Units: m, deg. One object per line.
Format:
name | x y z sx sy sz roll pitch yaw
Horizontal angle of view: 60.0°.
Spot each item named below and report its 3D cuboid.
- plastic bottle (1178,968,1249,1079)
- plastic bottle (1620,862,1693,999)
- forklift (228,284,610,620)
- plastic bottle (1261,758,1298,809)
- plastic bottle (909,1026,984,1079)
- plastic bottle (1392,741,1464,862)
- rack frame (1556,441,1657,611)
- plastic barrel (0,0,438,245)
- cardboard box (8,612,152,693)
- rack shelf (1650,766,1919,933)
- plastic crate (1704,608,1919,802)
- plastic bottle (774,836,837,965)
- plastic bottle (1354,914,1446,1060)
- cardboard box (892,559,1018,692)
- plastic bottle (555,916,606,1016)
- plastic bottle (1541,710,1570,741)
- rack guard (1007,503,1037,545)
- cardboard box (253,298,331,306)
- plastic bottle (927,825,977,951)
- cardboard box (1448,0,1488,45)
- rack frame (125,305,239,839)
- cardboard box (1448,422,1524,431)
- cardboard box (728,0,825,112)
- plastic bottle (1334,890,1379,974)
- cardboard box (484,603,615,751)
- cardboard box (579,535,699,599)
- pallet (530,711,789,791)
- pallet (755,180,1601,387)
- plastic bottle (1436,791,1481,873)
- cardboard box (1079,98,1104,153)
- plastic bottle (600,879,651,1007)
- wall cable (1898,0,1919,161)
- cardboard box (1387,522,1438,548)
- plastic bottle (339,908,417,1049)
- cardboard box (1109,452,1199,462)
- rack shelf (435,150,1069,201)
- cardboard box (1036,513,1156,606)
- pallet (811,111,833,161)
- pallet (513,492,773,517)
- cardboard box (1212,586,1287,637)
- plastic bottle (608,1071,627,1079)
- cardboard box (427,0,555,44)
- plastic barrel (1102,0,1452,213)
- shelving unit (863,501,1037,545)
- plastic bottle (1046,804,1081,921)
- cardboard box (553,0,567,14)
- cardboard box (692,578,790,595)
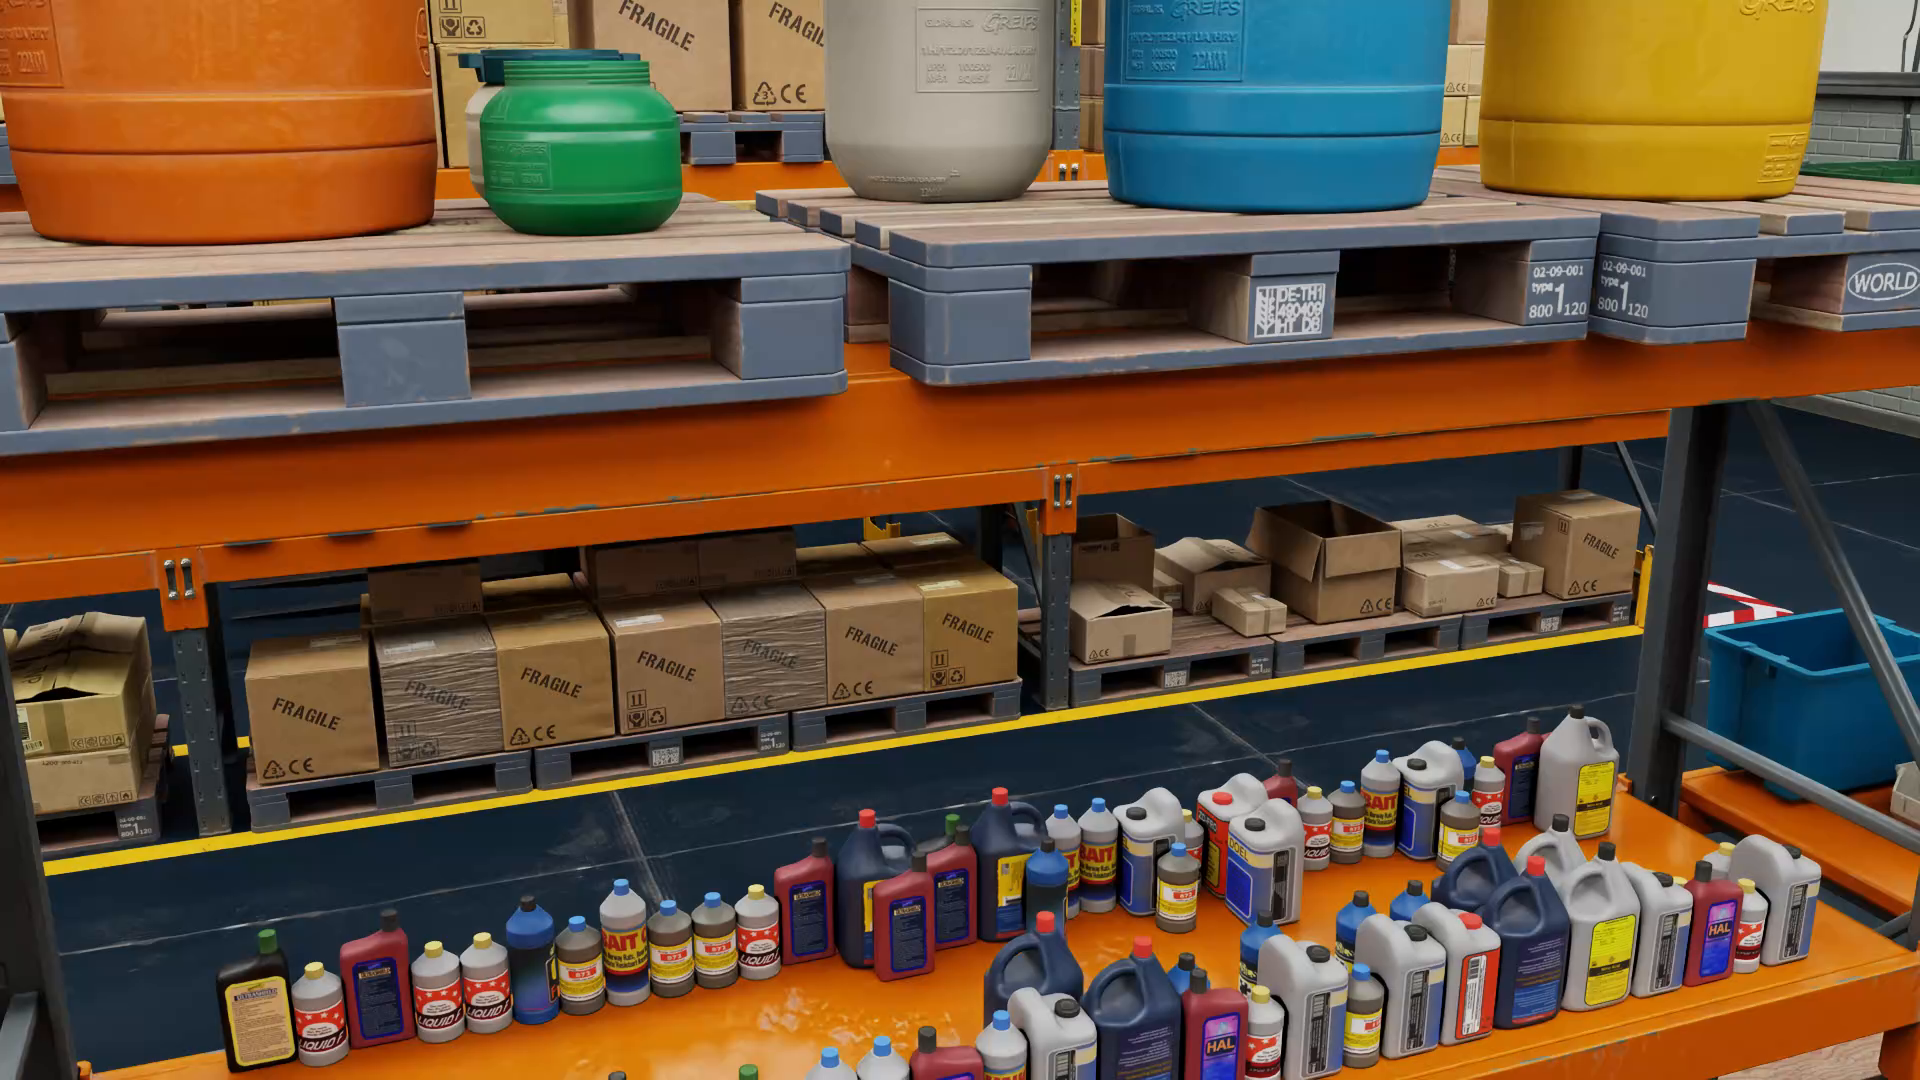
plastic bottle | 0.489 0.957 3.223 0.133 0.283 0.061 -6 17 -20
plastic bottle | 1.502 0.837 3.643 0.135 0.276 0.152 -6 17 -20
forklift | -2.827 -1.005 9.817 3.031 2.935 1.130 -7 18 -22
plastic bottle | 0.771 0.686 4.144 0.133 0.283 0.061 -6 17 -20
plastic bottle | -0.025 1.012 3.034 0.133 0.283 0.061 -6 17 -20
plastic bottle | 1.185 0.659 4.250 0.135 0.276 0.152 -6 17 -20
rack frame | 4.061 -1.091 9.989 0.127 3.000 1.000 -6 17 -20
plastic barrel | -1.109 -0.884 2.453 0.708 0.830 0.600 -6 17 -20
cardboard box | -4.003 0.540 7.575 0.500 0.311 0.500 -6 17 -18
rack shelf | 3.963 0.760 4.964 4.000 0.370 1.077 -6 17 -20
plastic crate | 2.409 0.458 4.636 0.575 0.384 0.392 -6 17 -20
plastic bottle | -0.348 0.807 3.733 0.133 0.283 0.061 -6 17 -20
plastic bottle | 0.905 0.902 3.424 0.135 0.276 0.152 -6 17 -20
cardboard box | -0.032 0.426 8.479 0.500 0.500 0.500 -6 17 -20
plastic bottle | -0.812 0.902 3.555 0.097 0.201 0.097 0 16 0
plastic bottle | 1.600 0.597 4.449 0.133 0.283 0.061 -6 17 -20
rack guard | 0.394 -0.162 11.708 0.087 0.250 0.587 -6 17 -20
cardboard box | -4.640 -1.769 11.558 0.500 0.500 0.500 -6 17 -18
plastic bottle | -0.029 0.791 3.788 0.133 0.283 0.061 -6 17 -20
cardboard box | 2.662 -2.895 8.857 0.500 0.500 0.700 -6 17 -20
rack frame | -3.409 -0.284 7.242 0.127 3.000 1.000 -6 17 -20
cardboard box | 2.790 -0.920 9.229 0.500 0.500 0.500 -6 17 -20
cardboard box | -0.786 -2.319 7.749 0.600 0.600 0.600 -6 18 -21
plastic bottle | 0.843 0.873 3.530 0.097 0.271 0.097 0 16 0
cardboard box | -1.925 0.630 7.785 0.500 0.500 0.500 -6 18 -21
cardboard box | -1.615 0.077 8.336 0.500 0.250 0.500 -7 18 -21
pallet | -1.561 0.867 8.273 1.213 0.211 1.003 -6 17 -20
pallet | 0.340 -0.513 3.031 1.213 0.211 1.003 -6 17 -20
plastic bottle | 1.247 0.726 4.156 0.097 0.201 0.097 0 16 0
cardboard box | 0.869 -2.039 8.159 0.500 0.250 0.500 -6 17 -20
plastic bottle | -0.721 0.859 3.578 0.097 0.271 0.097 0 16 0
wall cable | 7.695 -4.258 15.640 0.112 2.526 3.097 -6 17 -20
cardboard box | 2.518 0.099 10.038 0.500 0.250 0.500 -6 17 -20
plastic bottle | -1.199 0.899 3.420 0.133 0.283 0.061 -6 17 -20
cardboard box | 0.900 -0.715 8.532 0.500 0.500 0.500 -6 17 -19
rack shelf | -1.541 -1.580 7.607 4.000 0.370 1.077 -6 17 -20
cardboard box | 0.757 0.169 9.355 0.500 0.500 0.500 -6 17 -20
pallet | -0.308 -1.989 8.058 1.003 0.211 1.213 -6 17 -20
pallet | -1.595 -0.389 7.941 1.213 0.211 1.003 -6 17 -20
cardboard box | 1.600 0.386 9.209 0.250 0.166 0.380 -6 17 -20
plastic bottle | -0.592 1.056 2.909 0.097 0.271 0.097 0 16 0
cardboard box | -2.047 -2.396 7.159 0.500 0.500 0.500 -6 17 -20
plastic barrel | 0.556 -1.053 2.901 0.708 0.901 0.600 -6 17 -20
shelving unit | -0.071 -0.712 11.361 1.083 1.500 0.587 -6 17 -20
plastic bottle | 0.237 0.755 3.930 0.097 0.271 0.097 0 16 0
cardboard box | -2.828 -3.935 12.060 0.500 0.250 0.500 -7 18 -22
cardboard box | -1.176 0.391 8.600 0.500 0.500 0.500 -6 17 -19
